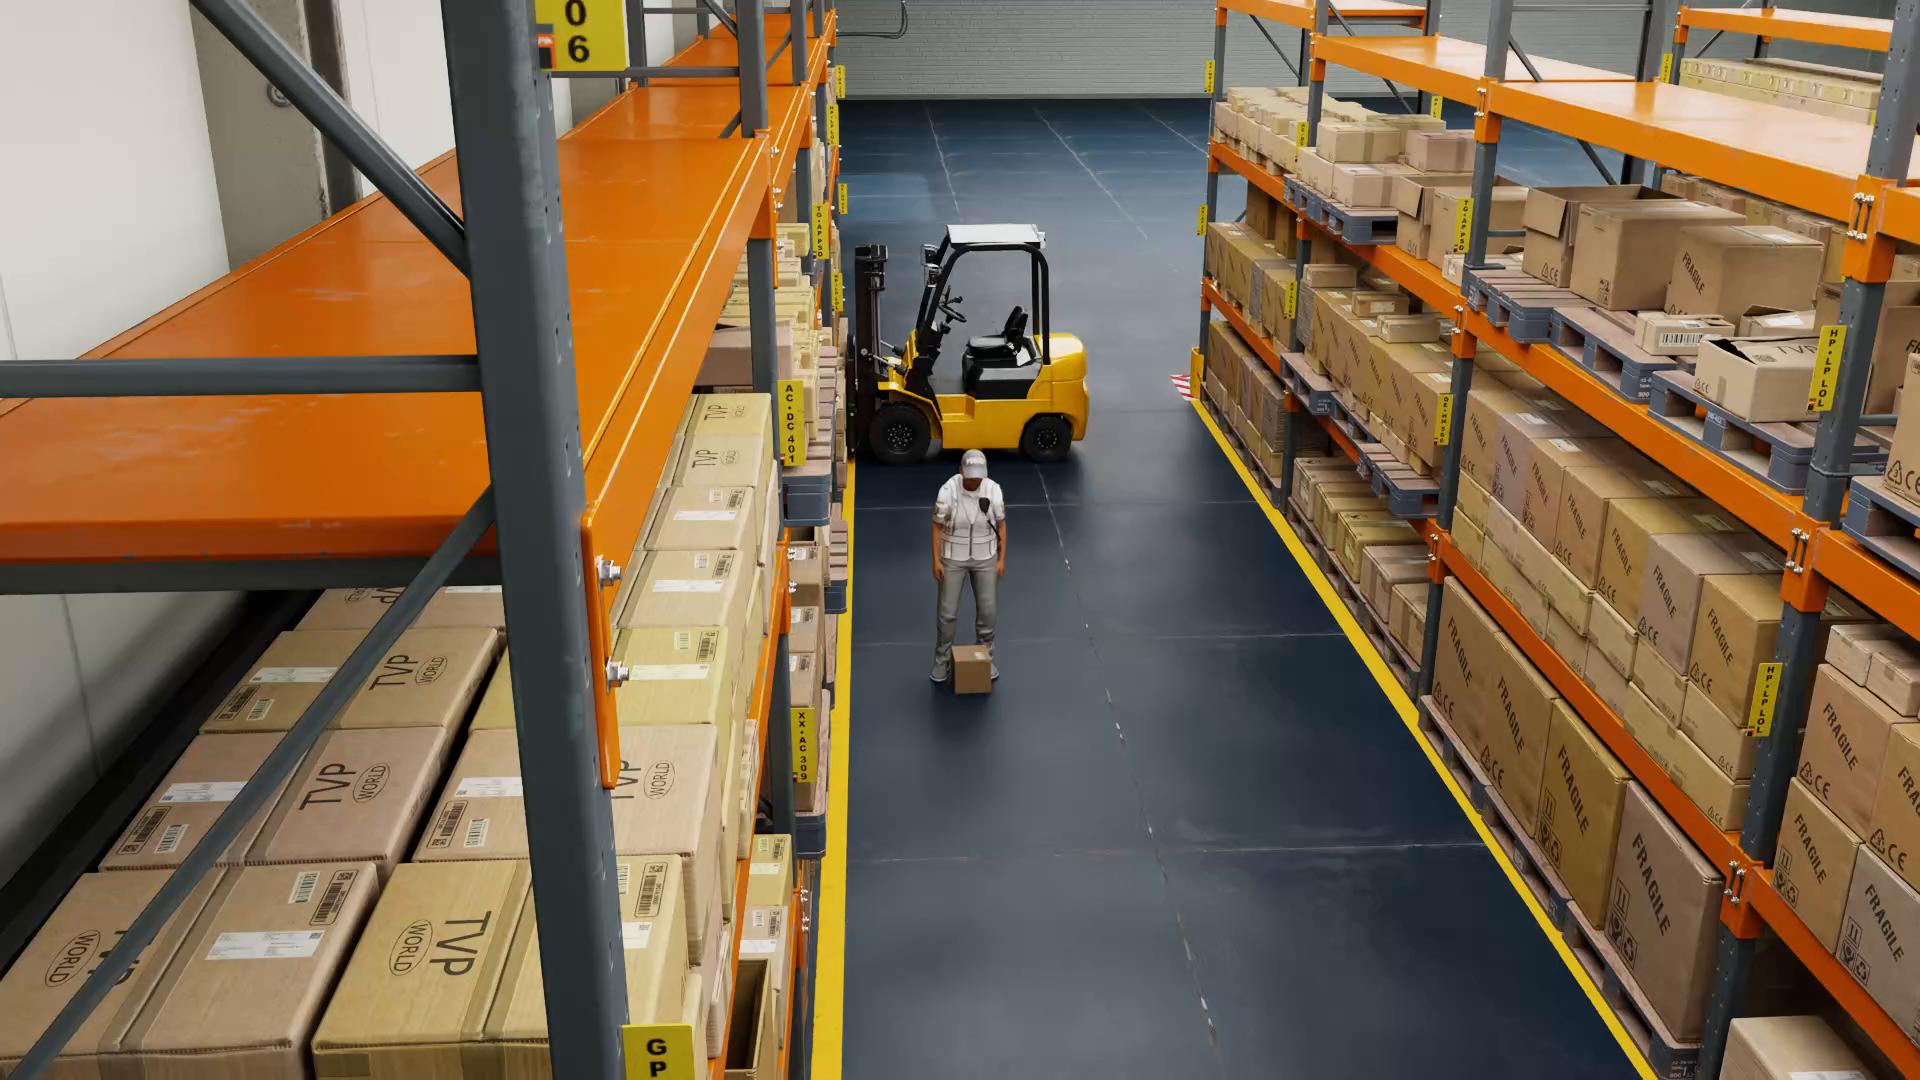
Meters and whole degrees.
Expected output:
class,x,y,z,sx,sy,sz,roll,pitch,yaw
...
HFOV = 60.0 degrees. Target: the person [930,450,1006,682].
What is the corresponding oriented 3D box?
class,x,y,z,sx,sy,sz,roll,pitch,yaw
person,0.054,0.157,11.469,0.546,1.665,0.469,-2,21,-5
